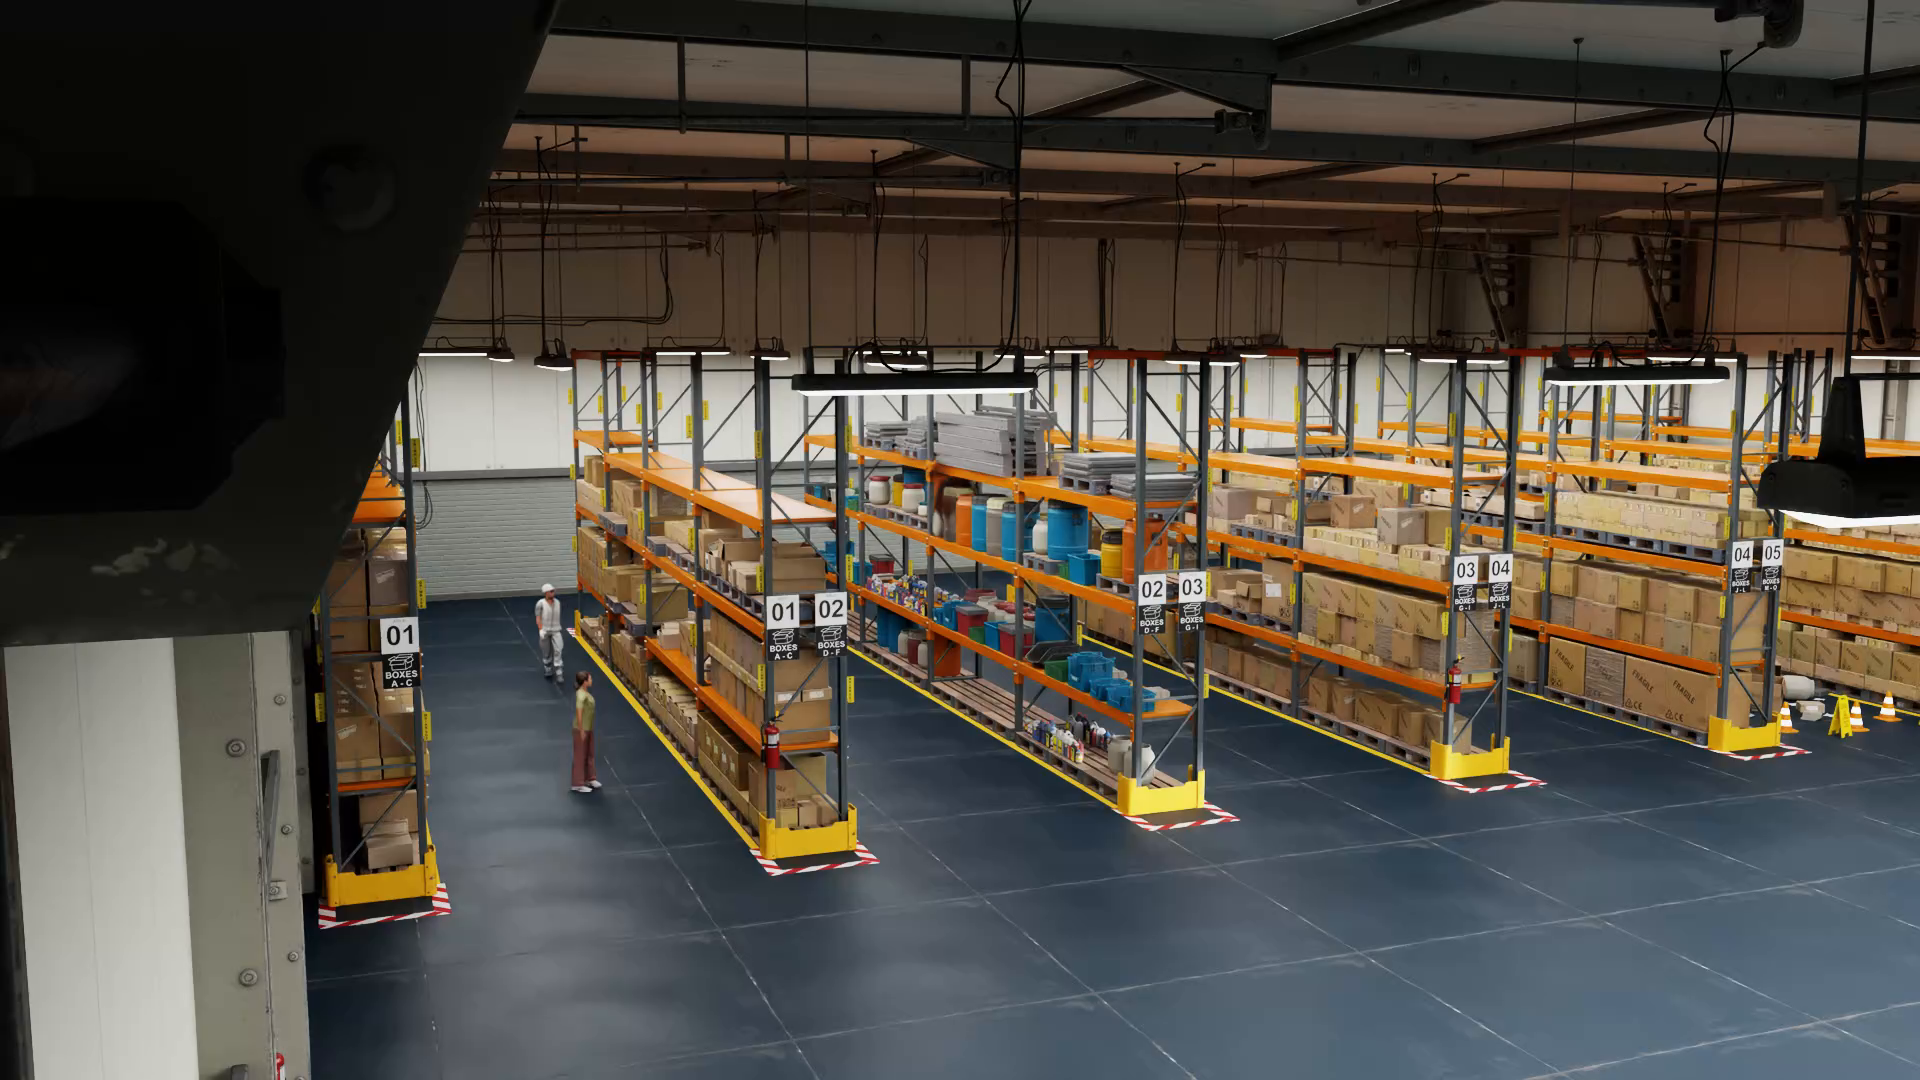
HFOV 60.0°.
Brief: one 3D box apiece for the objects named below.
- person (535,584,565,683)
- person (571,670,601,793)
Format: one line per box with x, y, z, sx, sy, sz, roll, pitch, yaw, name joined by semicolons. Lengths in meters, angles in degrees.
-7.492;1.676;30.329;0.483;1.752;0.947;-2;7;-18;person
-5.199;2.645;23.107;0.378;1.666;0.540;0;7;2;person
